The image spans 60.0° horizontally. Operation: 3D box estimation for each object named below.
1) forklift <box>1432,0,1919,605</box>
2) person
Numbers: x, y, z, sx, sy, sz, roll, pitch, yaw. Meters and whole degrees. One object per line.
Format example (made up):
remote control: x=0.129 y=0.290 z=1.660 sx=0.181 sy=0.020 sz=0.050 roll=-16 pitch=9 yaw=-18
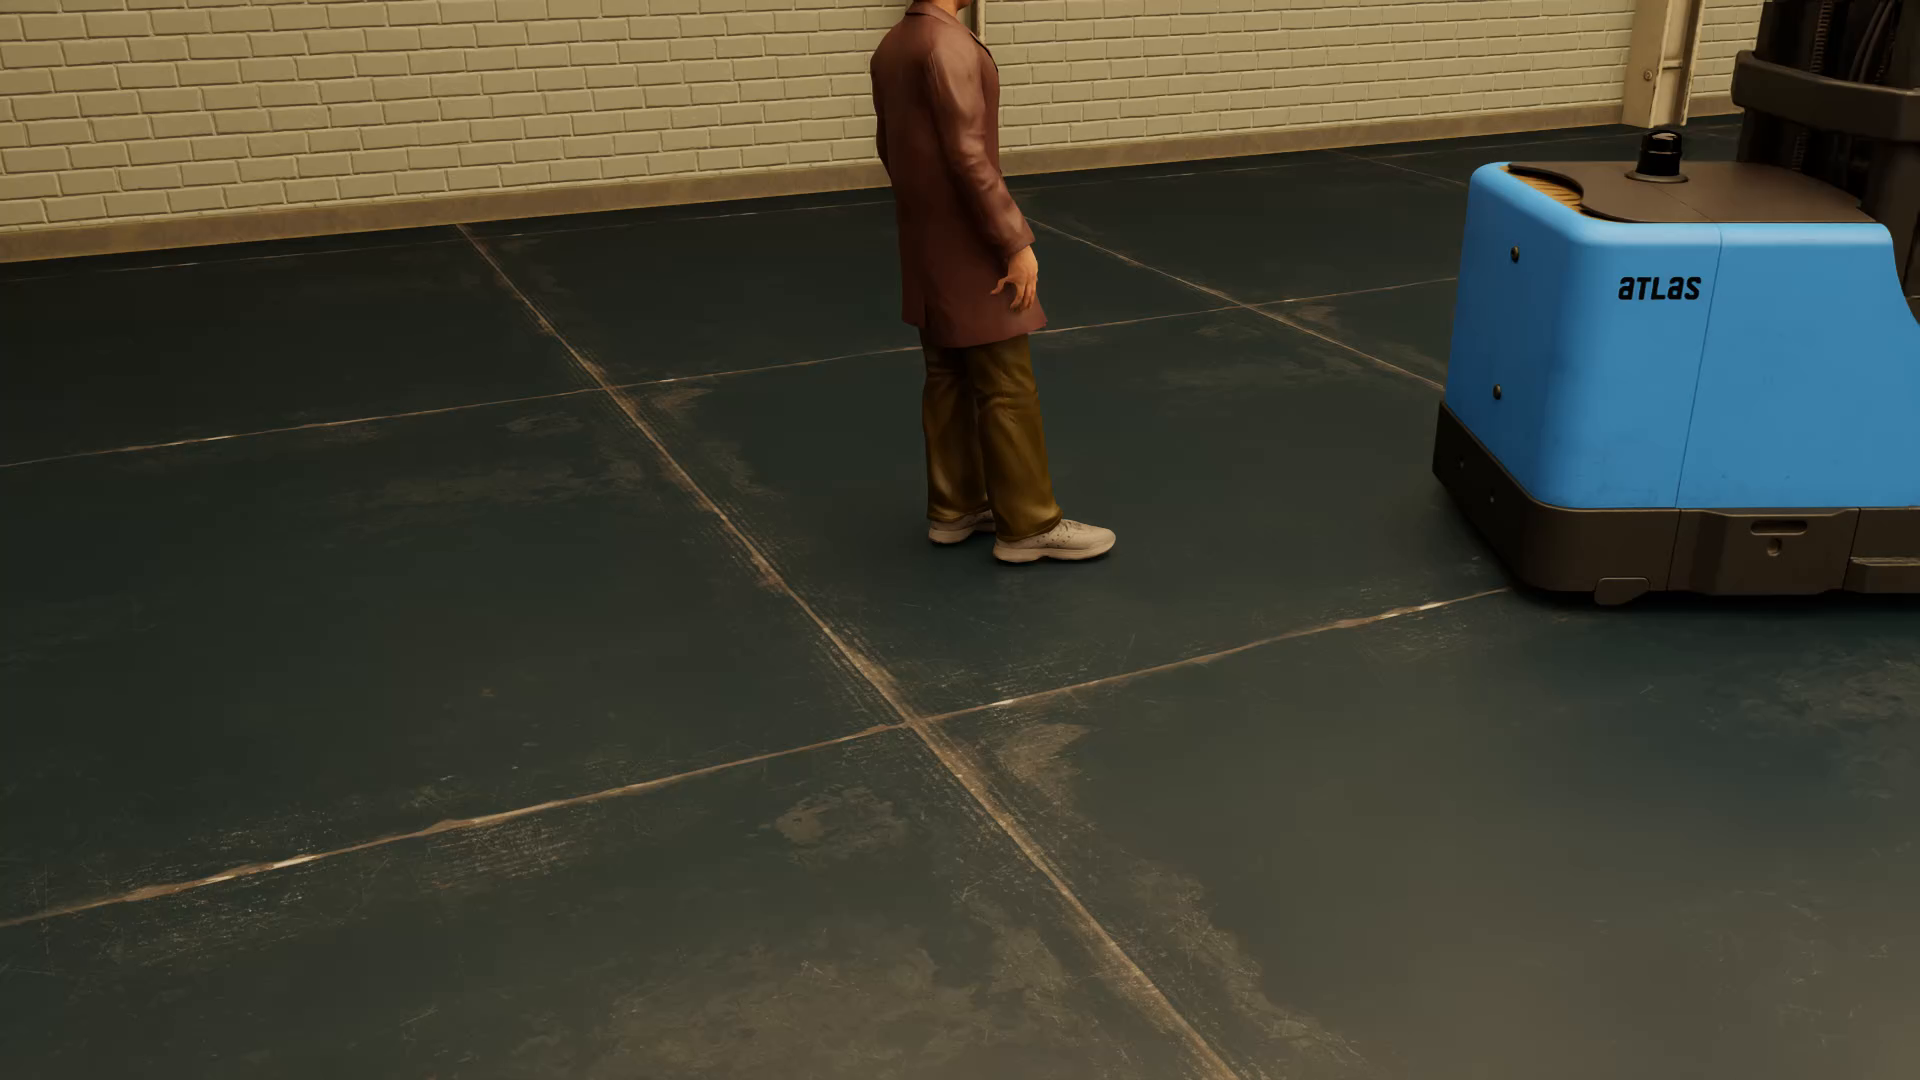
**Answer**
forklift: x=3.071 y=-1.355 z=4.547 sx=3.031 sy=2.935 sz=1.130 roll=0 pitch=23 yaw=-1
person: x=0.084 y=-0.841 z=4.794 sx=0.582 sy=1.776 sz=0.696 roll=-10 pitch=25 yaw=-23
